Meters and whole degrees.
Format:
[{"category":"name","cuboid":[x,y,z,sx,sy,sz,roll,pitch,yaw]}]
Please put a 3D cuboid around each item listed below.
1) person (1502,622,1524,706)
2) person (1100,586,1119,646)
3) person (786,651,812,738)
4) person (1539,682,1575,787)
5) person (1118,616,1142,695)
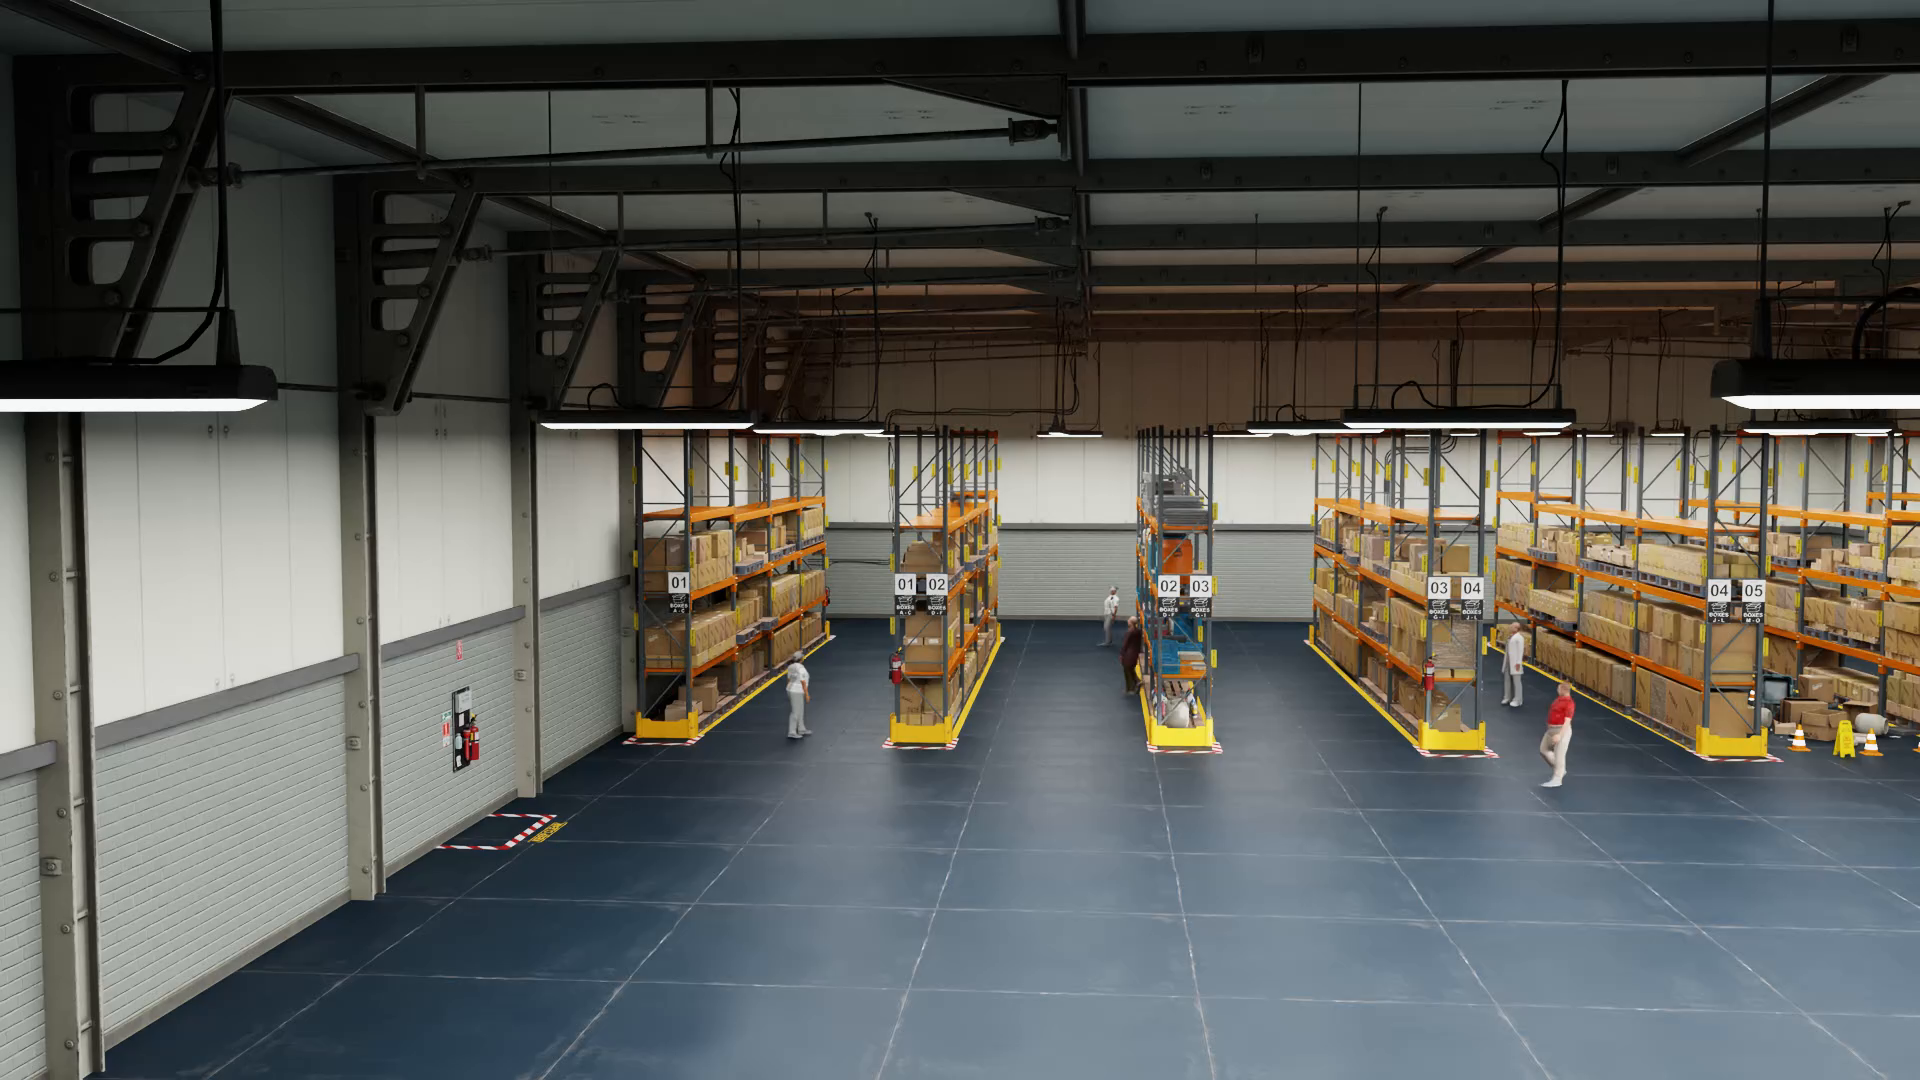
[{"category":"person","cuboid":[11.934,2.666,35.908,0.422,1.787,0.605,-1,4,-23]},{"category":"person","cuboid":[4.168,2.154,46.393,0.567,1.758,0.527,-1,4,-19]},{"category":"person","cuboid":[-3.076,2.972,32.125,0.556,1.659,0.542,-1,4,-21]},{"category":"person","cuboid":[9.871,3.213,27.542,0.558,1.739,0.613,-1,4,-15]},{"category":"person","cuboid":[3.818,2.586,37.275,0.600,1.784,0.517,-3,5,-44]}]
